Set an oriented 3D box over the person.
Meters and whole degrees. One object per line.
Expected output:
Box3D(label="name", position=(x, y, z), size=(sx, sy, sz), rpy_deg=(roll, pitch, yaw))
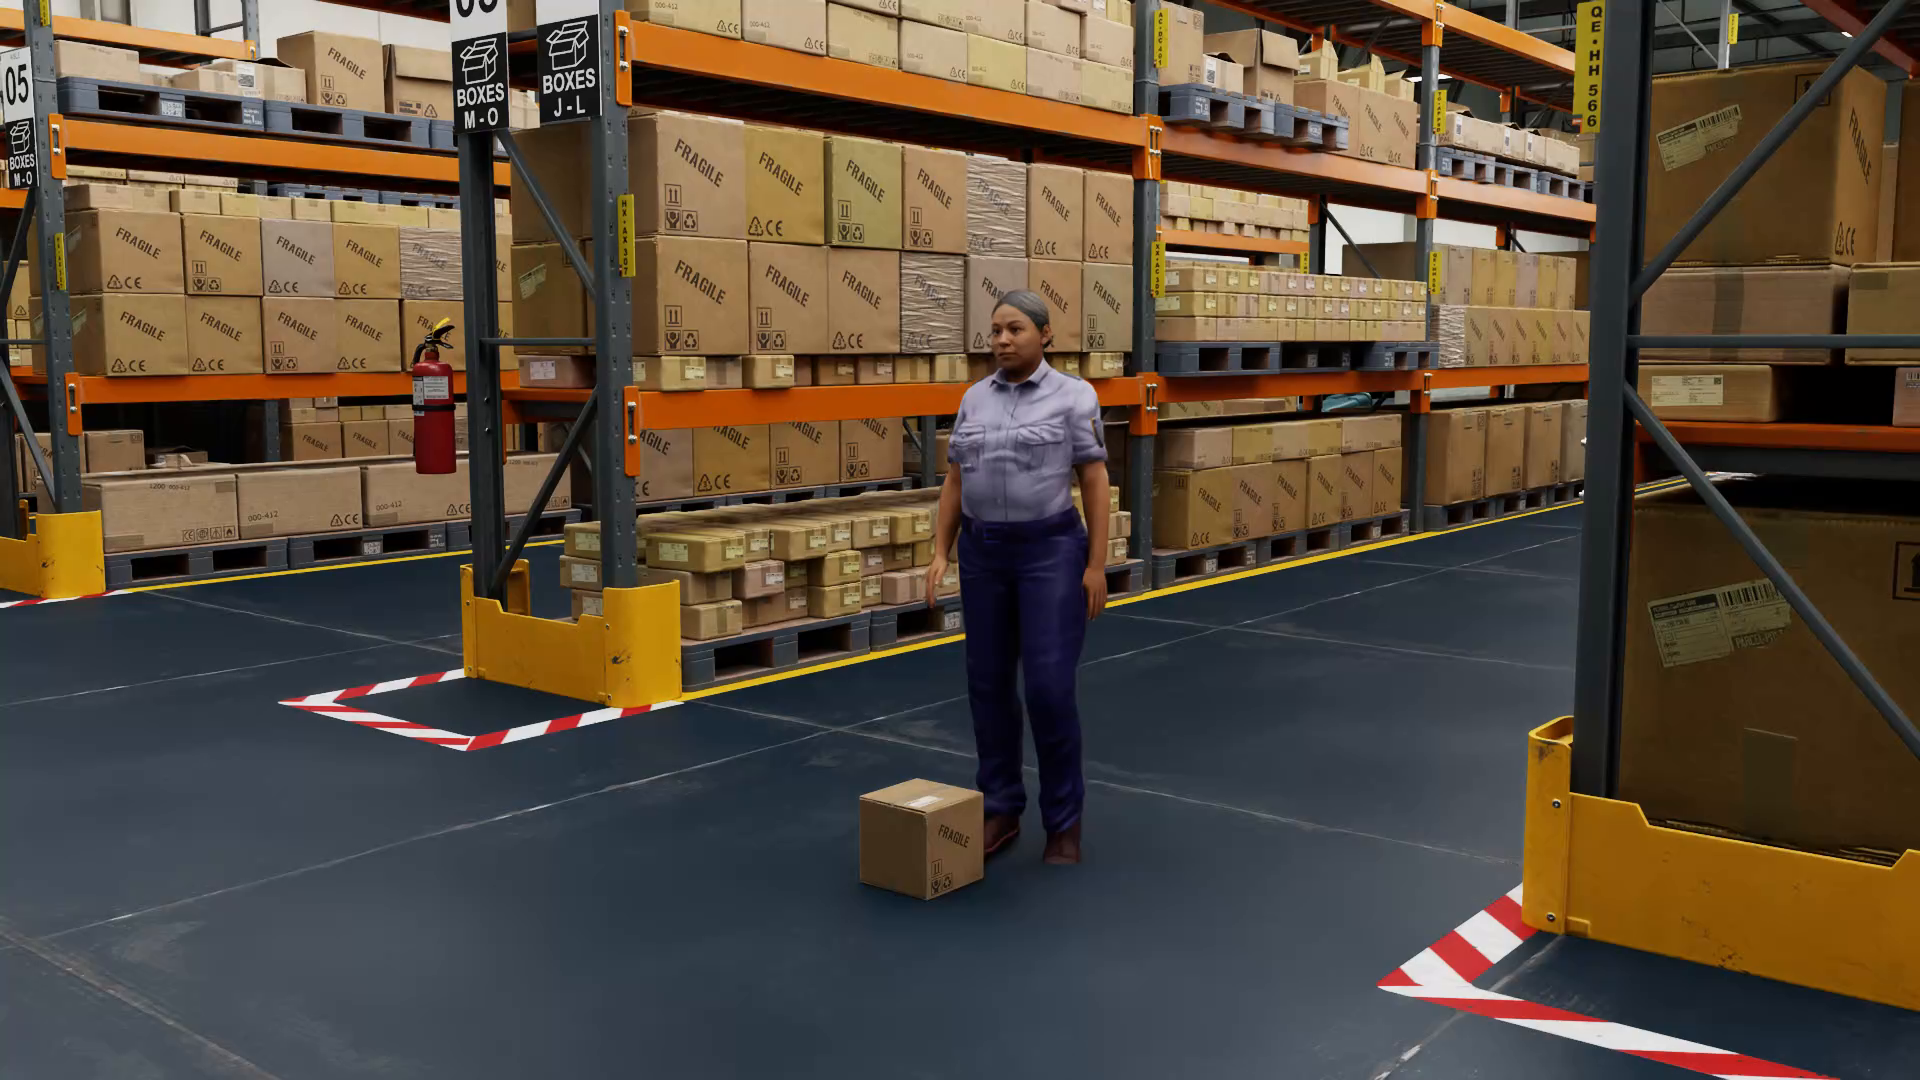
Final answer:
Box3D(label="person", position=(0.168, 0.133, 4.920), size=(0.527, 1.737, 0.409), rpy_deg=(4, 8, 30))
